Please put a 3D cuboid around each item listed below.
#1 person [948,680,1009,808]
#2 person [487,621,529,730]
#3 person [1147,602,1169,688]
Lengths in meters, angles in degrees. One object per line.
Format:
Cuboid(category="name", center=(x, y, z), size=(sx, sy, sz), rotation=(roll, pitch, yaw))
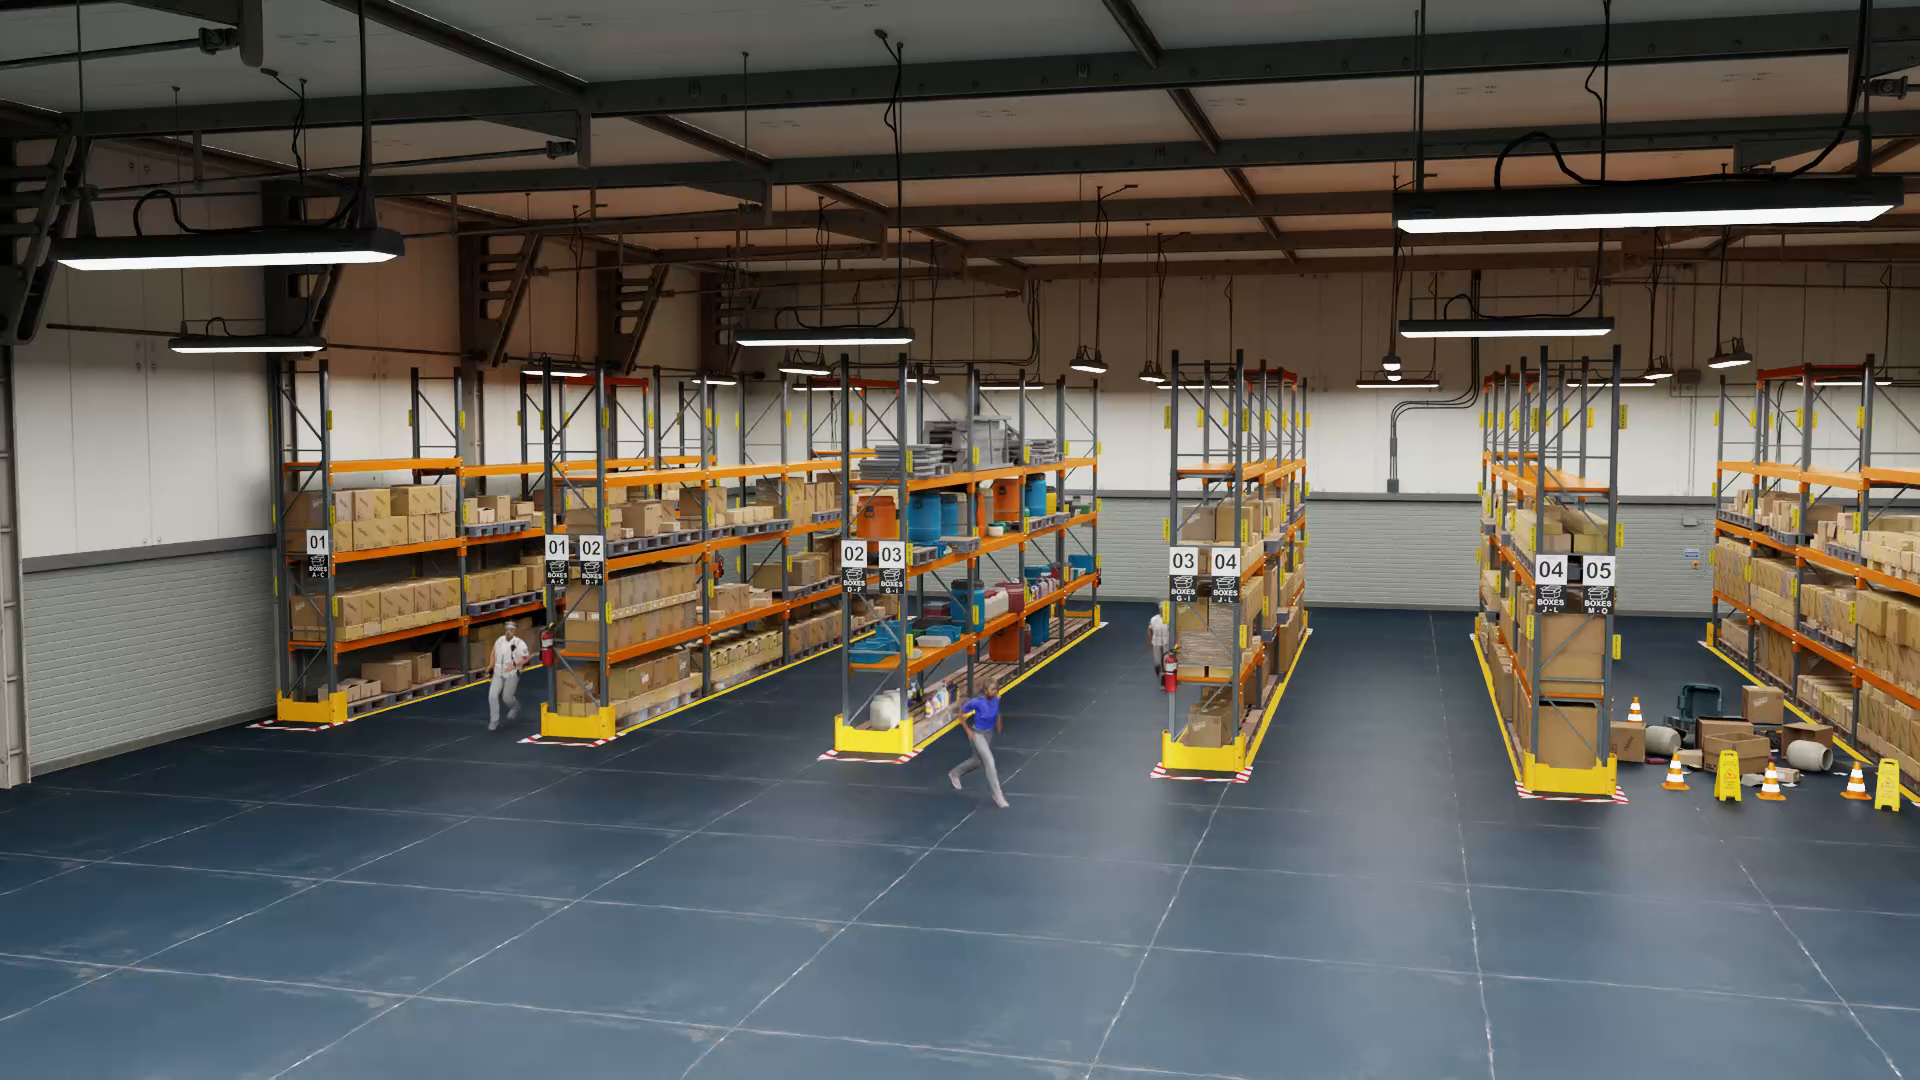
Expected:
Cuboid(category="person", center=(0.238, 2.631, 21.822), size=(1.063, 1.655, 0.581), rotation=(3, 5, 40))
Cuboid(category="person", center=(-7.387, 2.200, 27.203), size=(0.704, 1.776, 0.779), rotation=(1, 4, 10))
Cuboid(category="person", center=(3.756, 1.960, 30.938), size=(0.559, 1.639, 0.586), rotation=(1, 4, 9))
